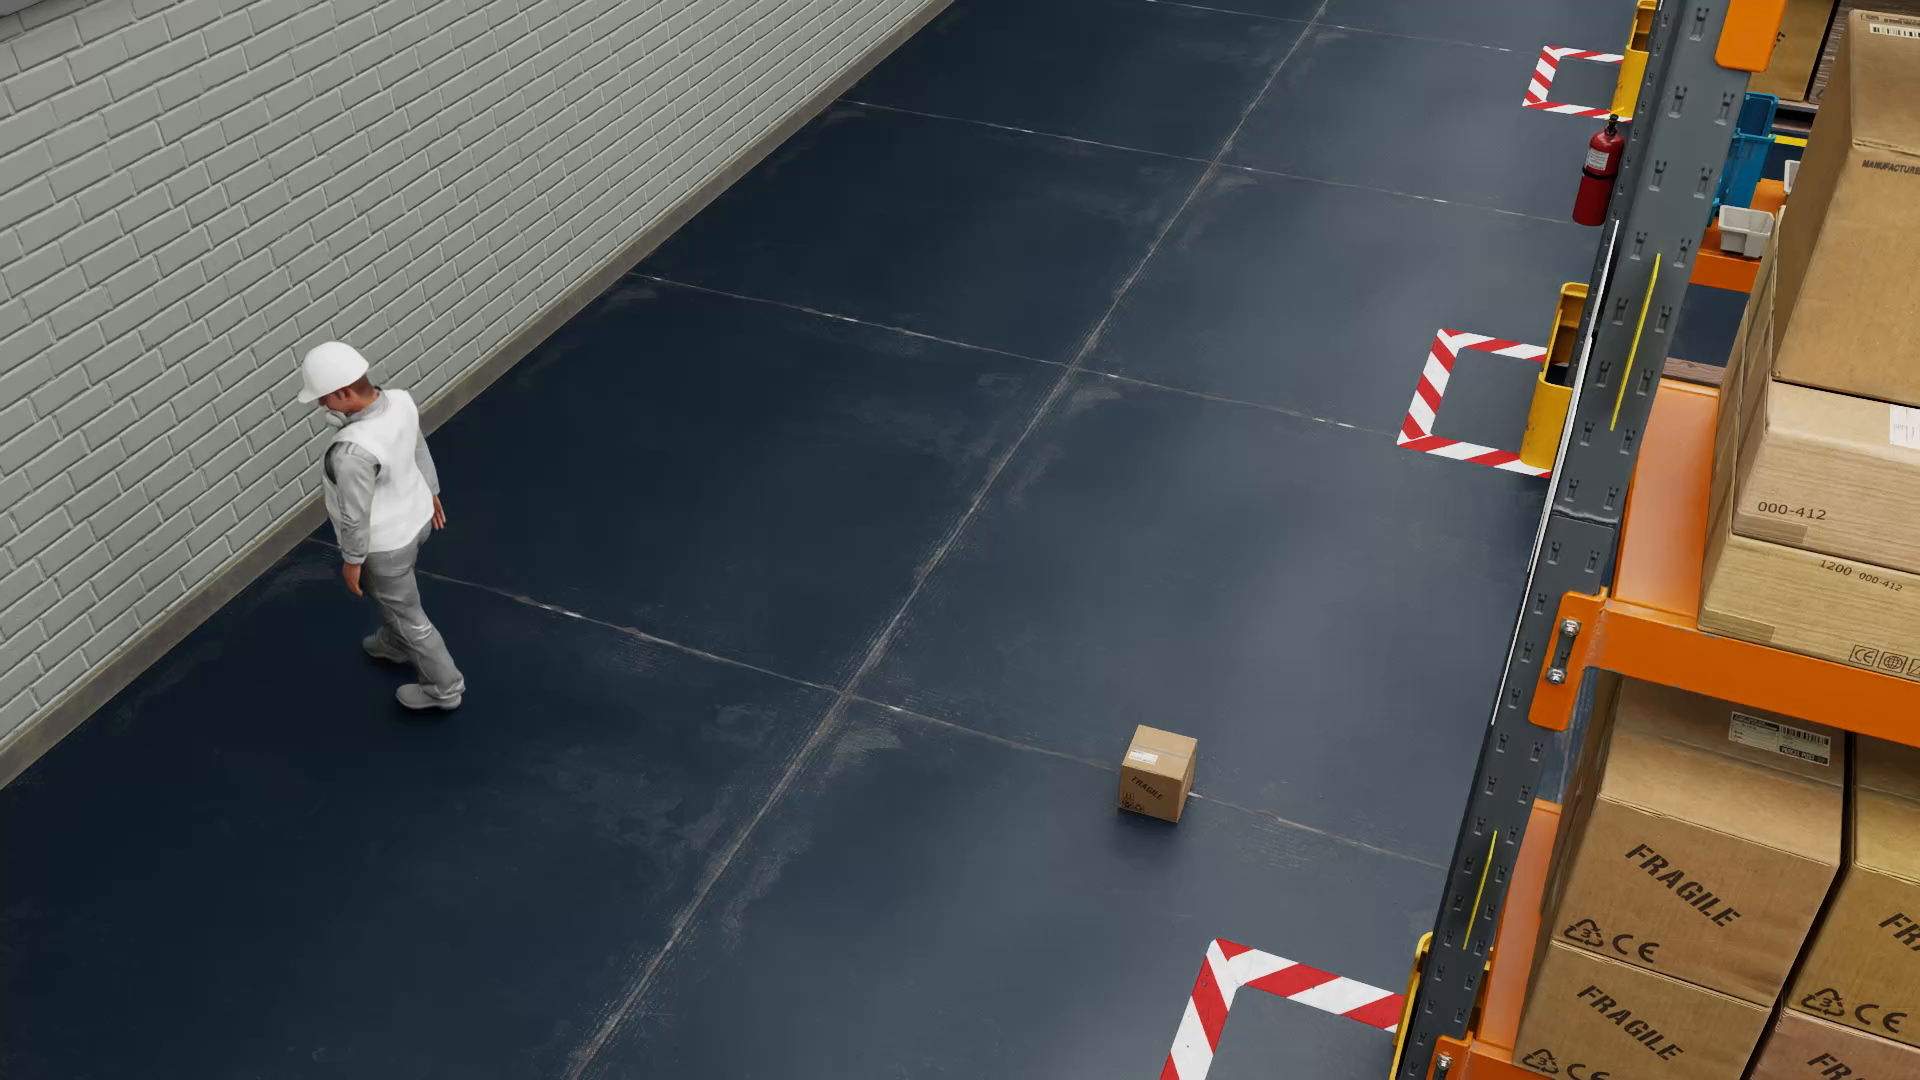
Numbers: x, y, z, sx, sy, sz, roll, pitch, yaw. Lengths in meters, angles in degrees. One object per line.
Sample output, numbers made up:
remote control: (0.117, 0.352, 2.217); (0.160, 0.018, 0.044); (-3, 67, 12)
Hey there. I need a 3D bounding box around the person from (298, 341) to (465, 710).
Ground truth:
person: (-2.456, -0.049, 6.847); (0.642, 1.771, 0.571); (7, 38, 9)
